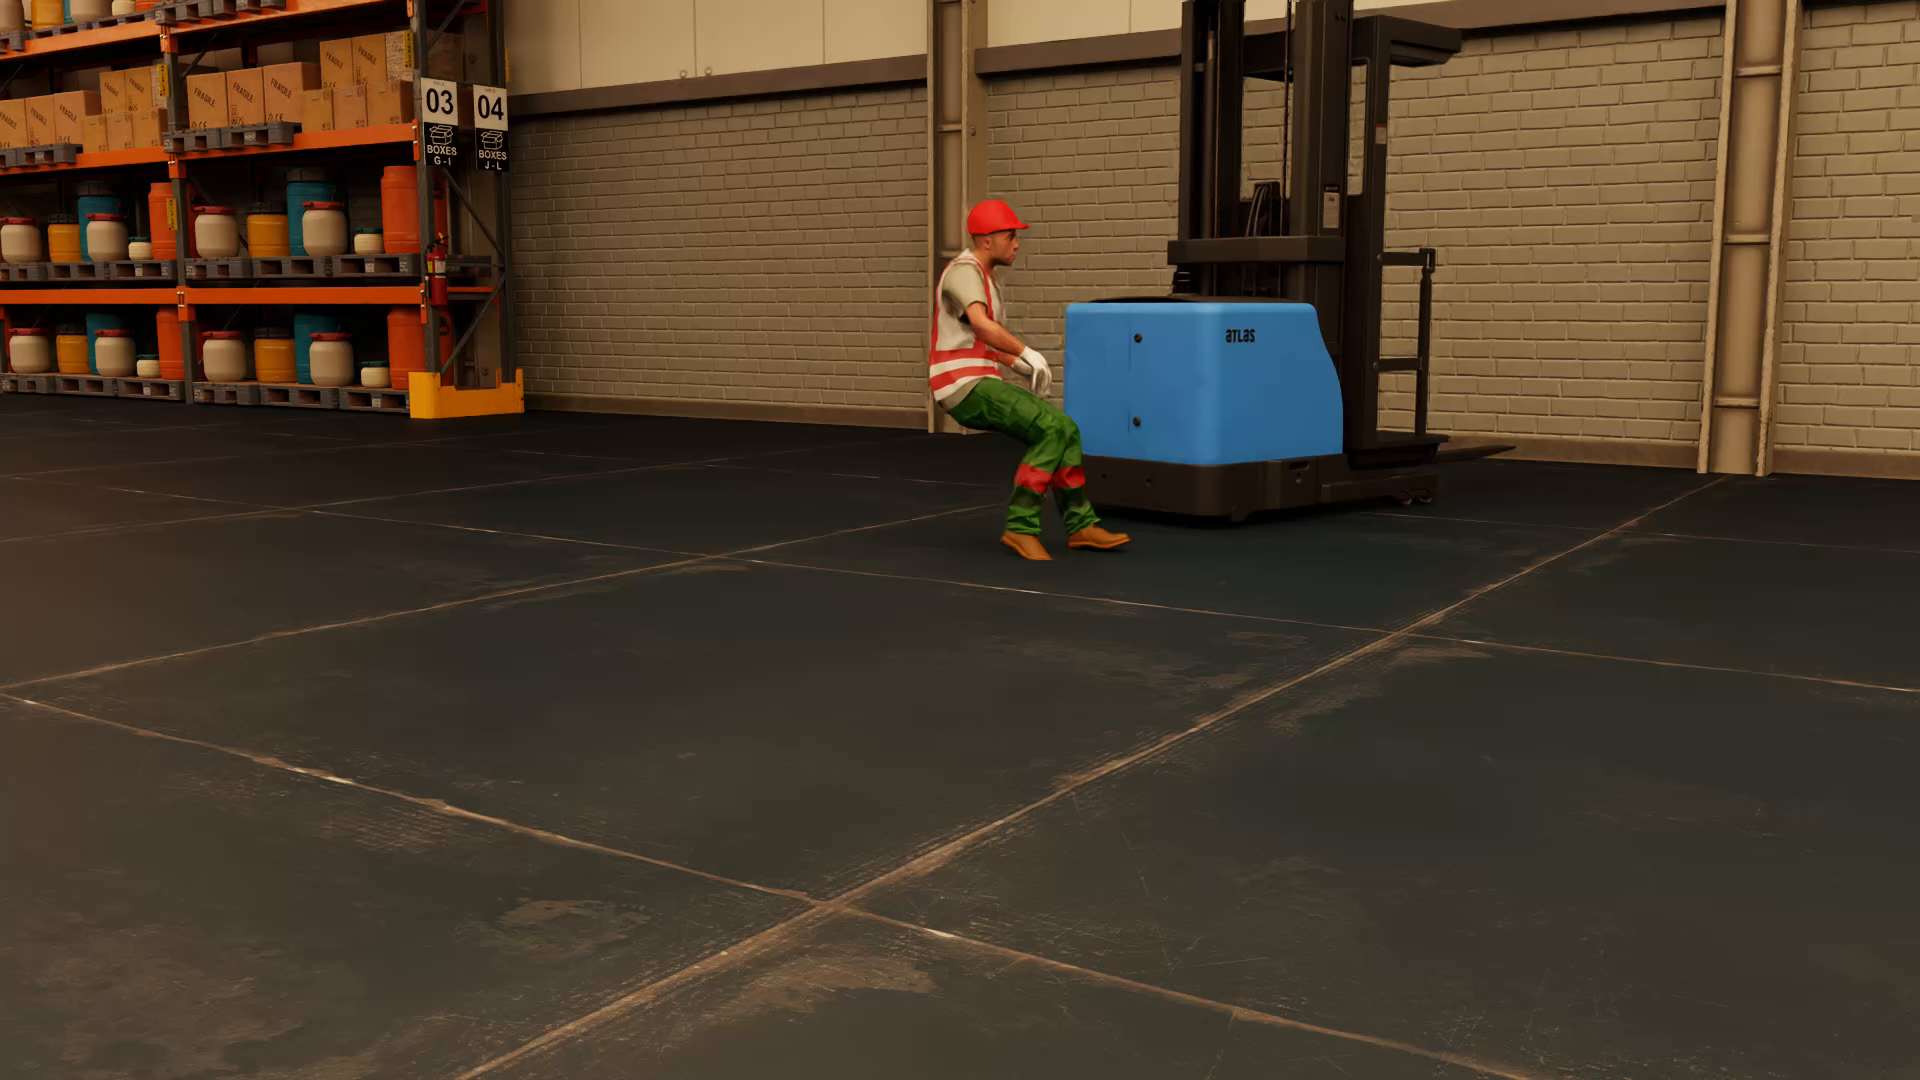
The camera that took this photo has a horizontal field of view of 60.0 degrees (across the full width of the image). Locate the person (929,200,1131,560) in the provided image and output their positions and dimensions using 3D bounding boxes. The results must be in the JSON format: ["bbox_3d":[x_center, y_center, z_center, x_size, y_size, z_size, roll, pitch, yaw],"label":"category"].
[{"bbox_3d":[0.315,-0.700,7.314,0.897,1.567,0.798,1,8,8],"label":"person"}]

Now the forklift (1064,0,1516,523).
[{"bbox_3d":[1.962,-1.682,9.020,3.031,2.935,1.130,-7,11,-41],"label":"forklift"}]
